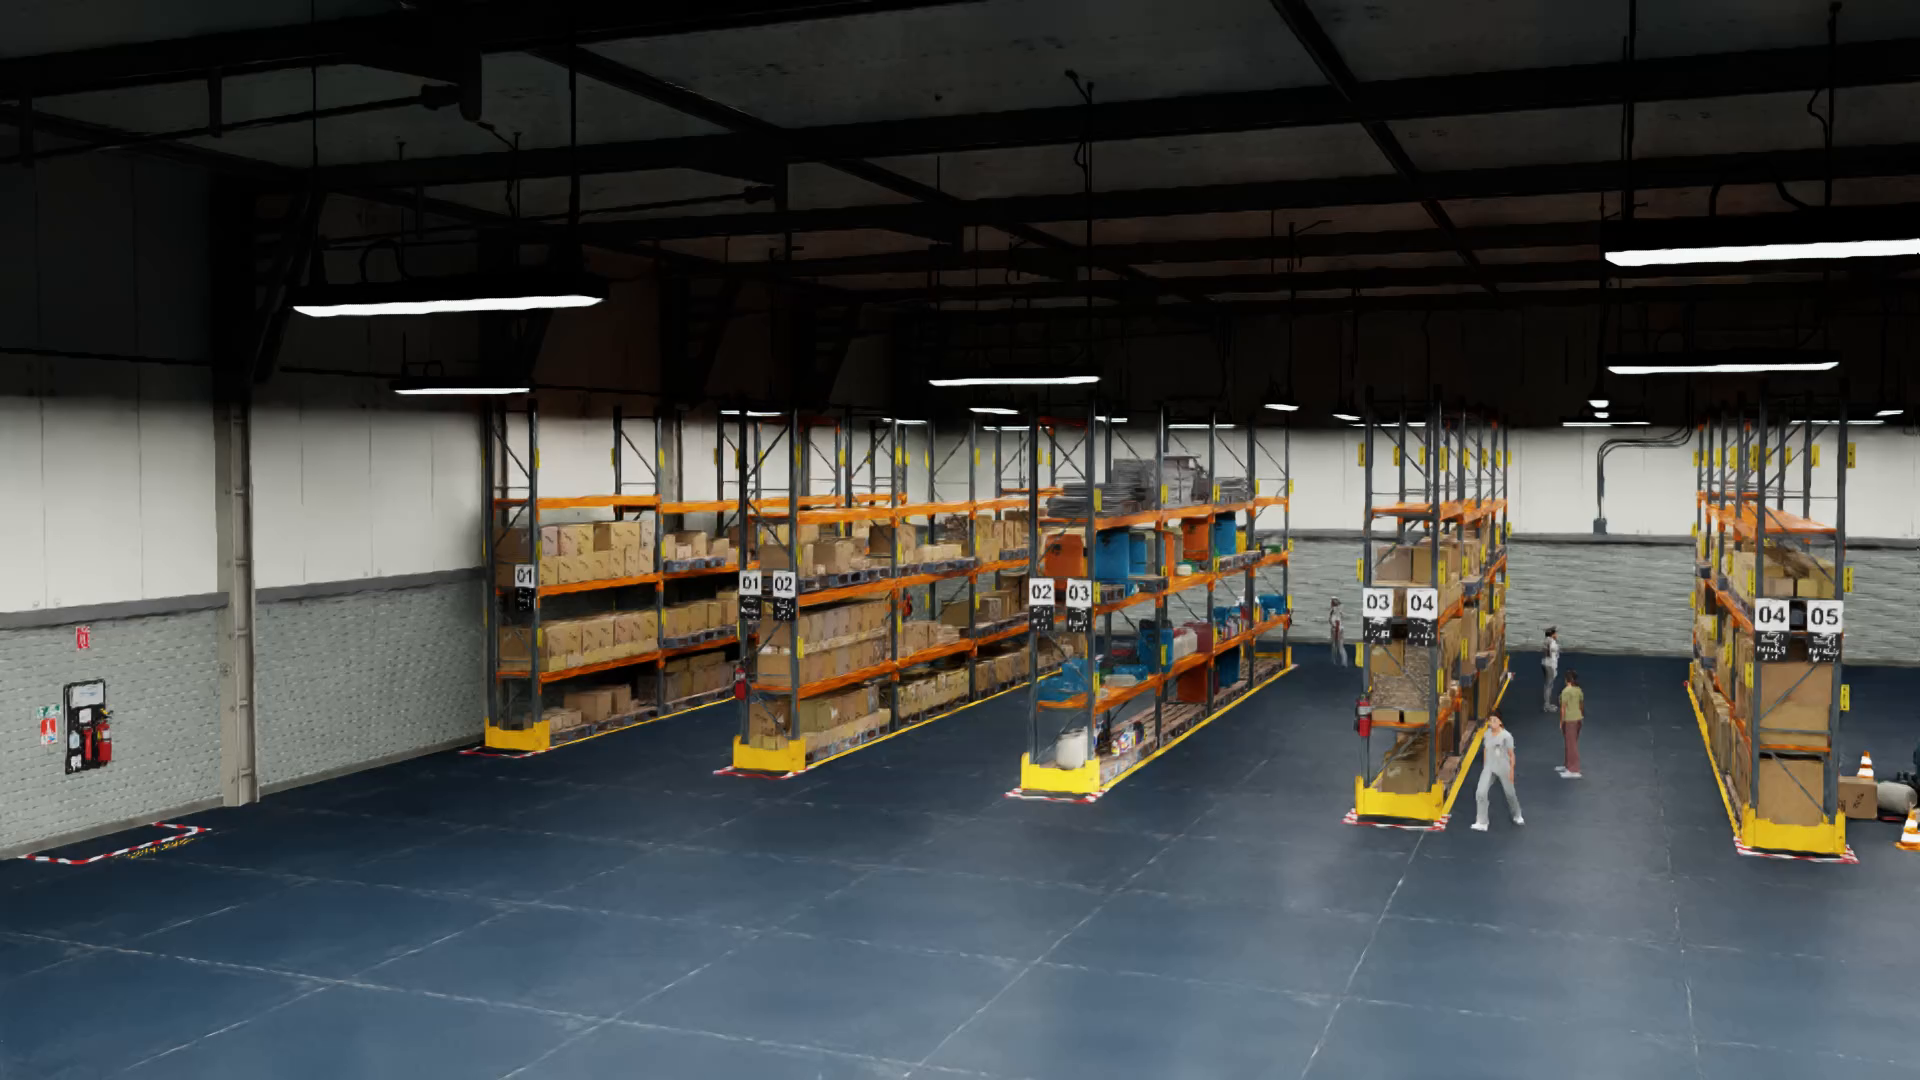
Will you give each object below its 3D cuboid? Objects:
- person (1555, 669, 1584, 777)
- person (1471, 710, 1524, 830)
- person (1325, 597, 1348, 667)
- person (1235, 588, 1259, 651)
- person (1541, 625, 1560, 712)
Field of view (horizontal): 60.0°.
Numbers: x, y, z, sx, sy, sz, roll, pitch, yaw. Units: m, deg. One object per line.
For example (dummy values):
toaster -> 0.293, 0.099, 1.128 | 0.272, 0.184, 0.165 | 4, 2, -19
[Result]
person -> 9.582, 2.858, 26.183 | 0.560, 1.668, 0.569 | -2, 4, -38
person -> 7.284, 3.088, 22.444 | 0.493, 1.609, 0.953 | 2, 4, 40
person -> 9.053, 2.202, 39.933 | 0.512, 1.669, 0.581 | 0, 3, 8
person -> 7.434, 2.035, 42.981 | 0.719, 1.714, 0.578 | 1, 3, 20
person -> 11.682, 2.523, 32.889 | 0.364, 1.682, 0.582 | 0, 3, 2
